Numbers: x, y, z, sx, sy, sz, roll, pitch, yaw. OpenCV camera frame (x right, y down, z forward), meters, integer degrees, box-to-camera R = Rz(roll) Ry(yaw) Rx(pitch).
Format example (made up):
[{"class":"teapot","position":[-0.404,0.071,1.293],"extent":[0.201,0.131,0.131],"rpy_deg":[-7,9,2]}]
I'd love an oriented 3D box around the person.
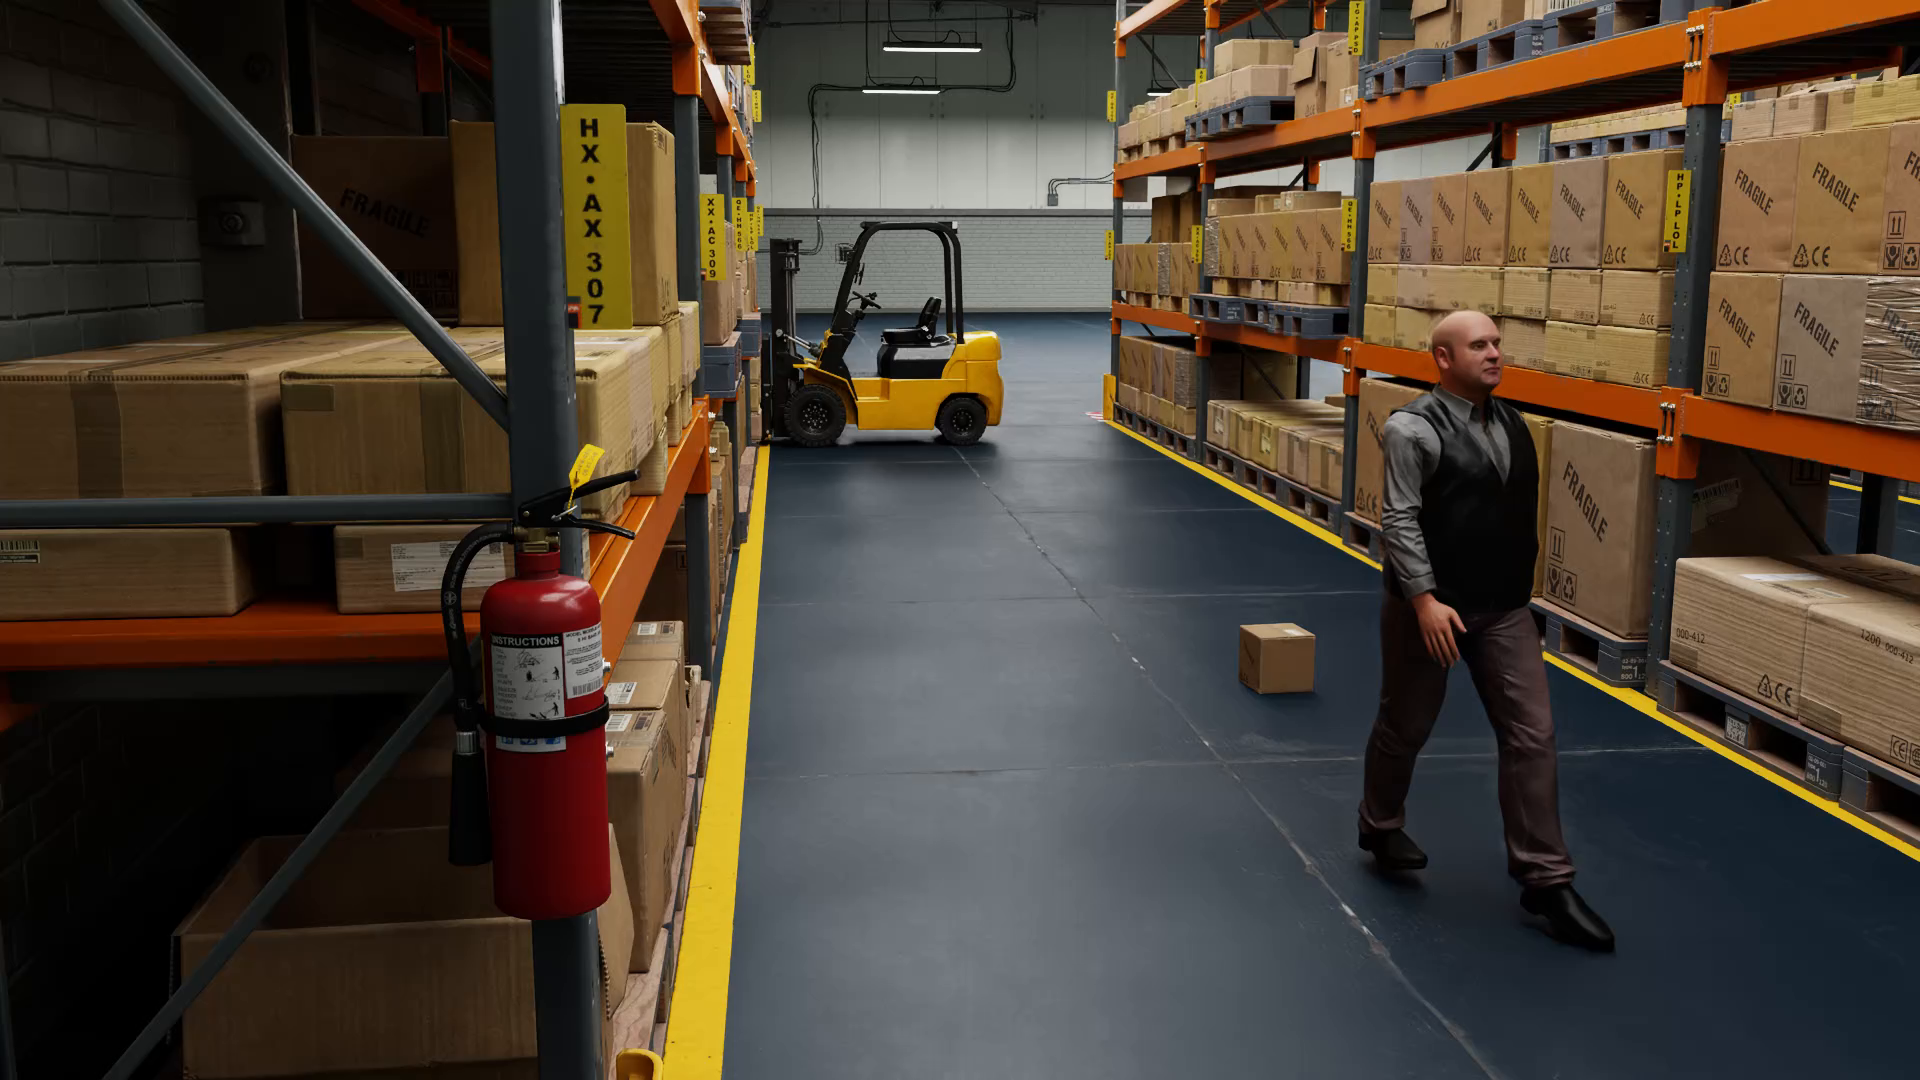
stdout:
[{"class":"person","position":[1.458,0.213,4.727],"extent":[0.550,1.710,0.887],"rpy_deg":[-3,10,-19]}]
